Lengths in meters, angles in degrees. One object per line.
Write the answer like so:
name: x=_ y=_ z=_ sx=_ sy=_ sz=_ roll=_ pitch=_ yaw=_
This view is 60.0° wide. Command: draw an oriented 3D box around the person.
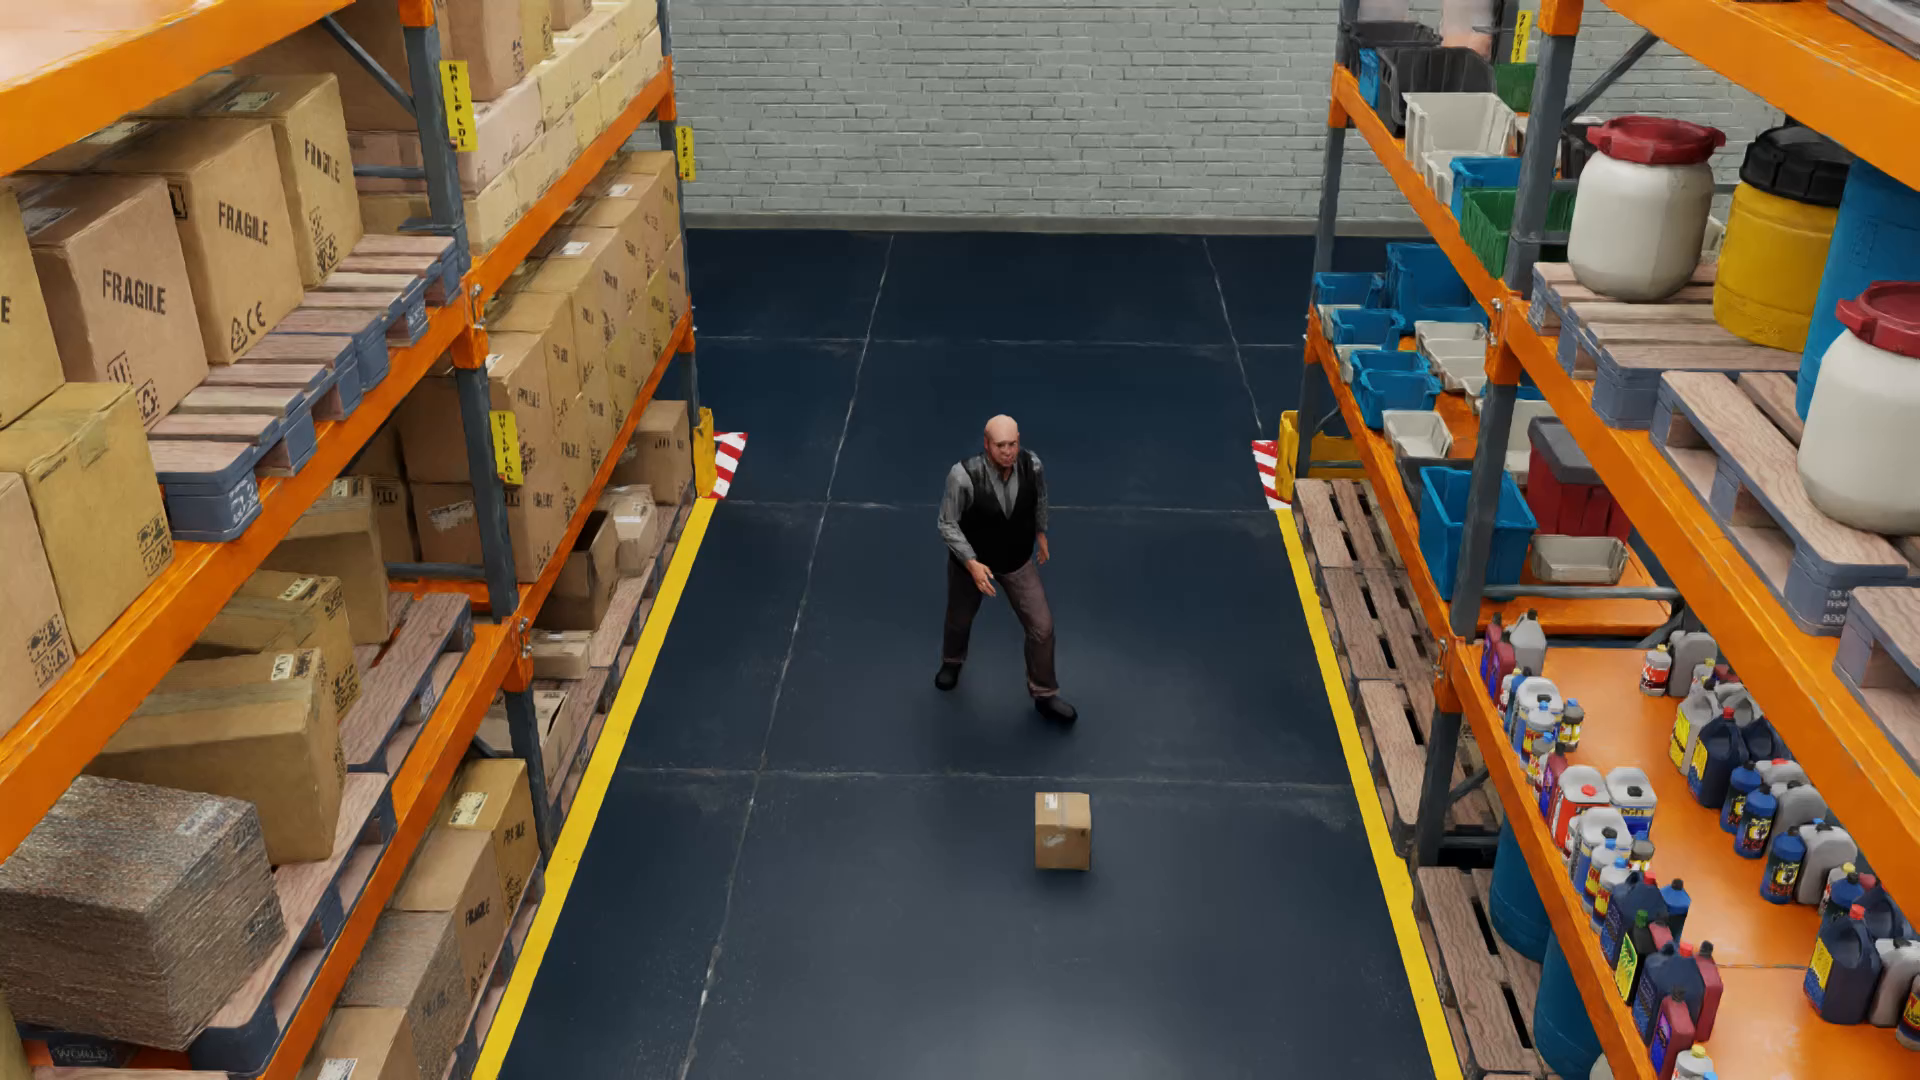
person: x=0.192 y=0.099 z=8.488 sx=0.678 sy=1.669 sz=0.795 roll=-7 pitch=29 yaw=-14
